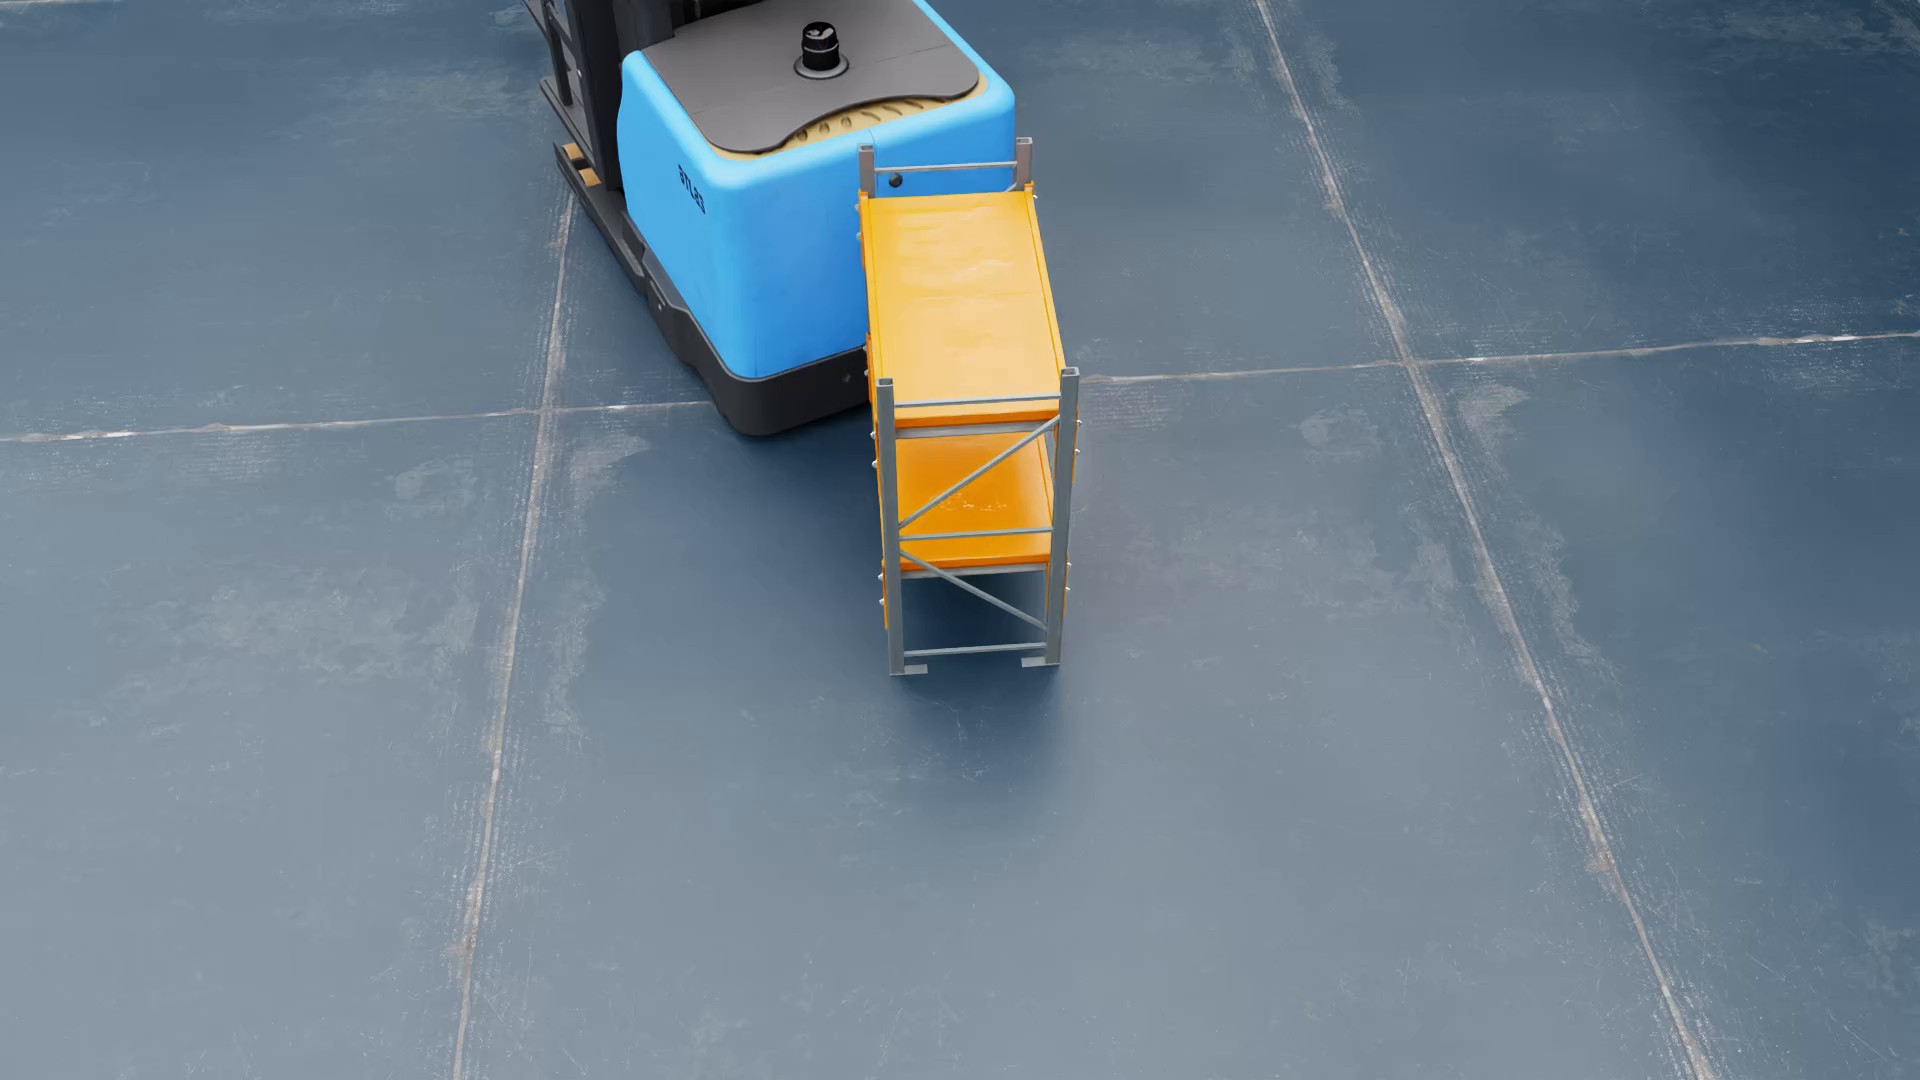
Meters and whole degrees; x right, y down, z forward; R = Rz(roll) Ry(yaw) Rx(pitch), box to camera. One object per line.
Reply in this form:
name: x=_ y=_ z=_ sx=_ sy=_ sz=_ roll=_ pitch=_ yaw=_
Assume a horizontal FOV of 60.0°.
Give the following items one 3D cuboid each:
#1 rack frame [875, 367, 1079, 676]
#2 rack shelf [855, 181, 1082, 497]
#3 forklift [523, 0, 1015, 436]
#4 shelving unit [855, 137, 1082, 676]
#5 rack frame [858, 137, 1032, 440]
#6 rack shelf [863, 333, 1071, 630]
rack frame: x=0.043 y=-0.014 z=4.489 sx=0.500 sy=1.125 sz=0.032 roll=-3 pitch=47 yaw=-3
rack shelf: x=0.001 y=-0.583 z=4.624 sx=0.538 sy=0.278 sz=1.000 roll=-3 pitch=47 yaw=-3
forklift: x=-0.938 y=-2.424 z=5.527 sx=1.130 sy=2.935 sz=3.031 roll=-21 pitch=50 yaw=-18
shelving unit: x=0.001 y=-0.382 z=4.837 sx=0.538 sy=1.125 sz=1.048 roll=-3 pitch=47 yaw=-3
rack frame: x=-0.042 y=-0.750 z=5.185 sx=0.500 sy=1.125 sz=0.032 roll=-3 pitch=47 yaw=-3
rack shelf: x=0.001 y=-0.214 z=5.014 sx=0.538 sy=0.278 sz=1.000 roll=-3 pitch=47 yaw=-3
